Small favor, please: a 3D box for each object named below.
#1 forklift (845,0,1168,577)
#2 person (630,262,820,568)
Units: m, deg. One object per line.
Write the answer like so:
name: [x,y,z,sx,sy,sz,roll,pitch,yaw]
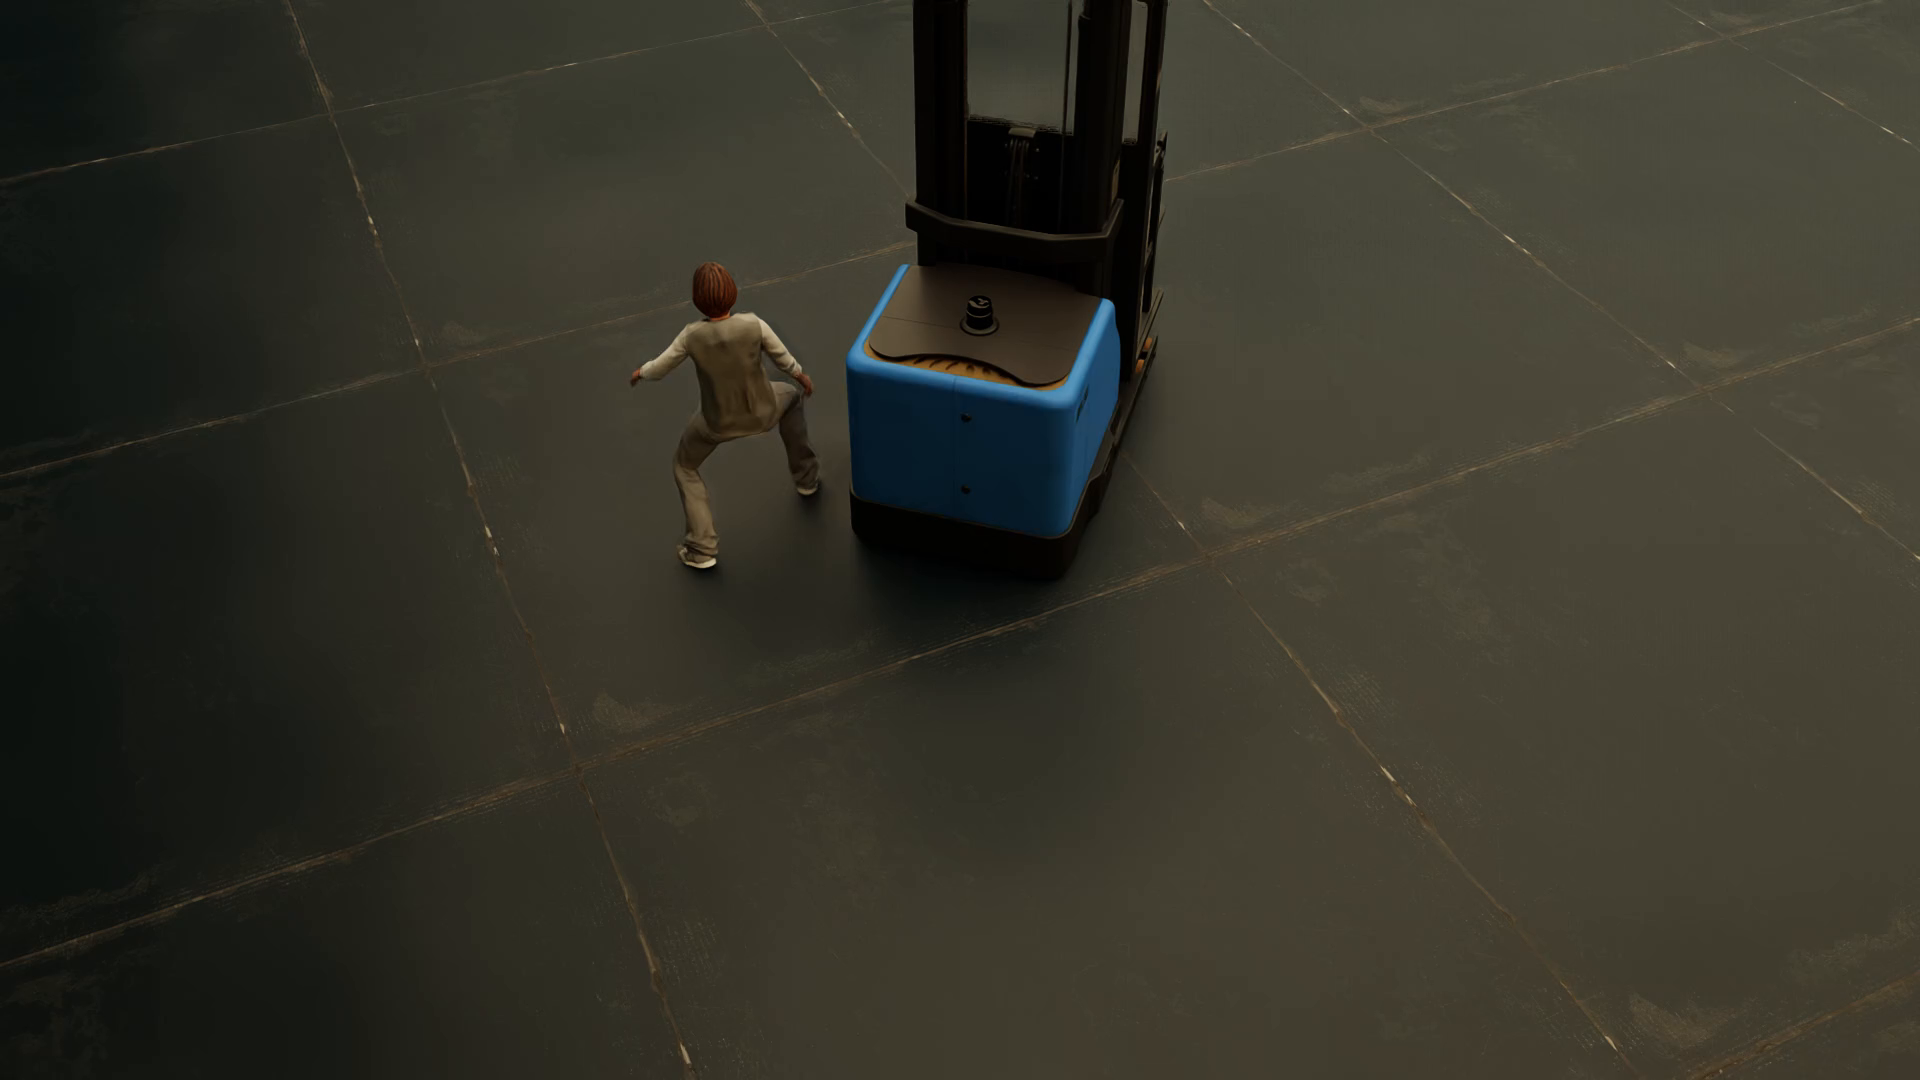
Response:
forklift: [0.411,-1.924,7.742,1.130,2.935,3.031,12,44,12]
person: [-1.052,-0.603,7.438,0.821,1.488,0.652,-7,43,-7]
